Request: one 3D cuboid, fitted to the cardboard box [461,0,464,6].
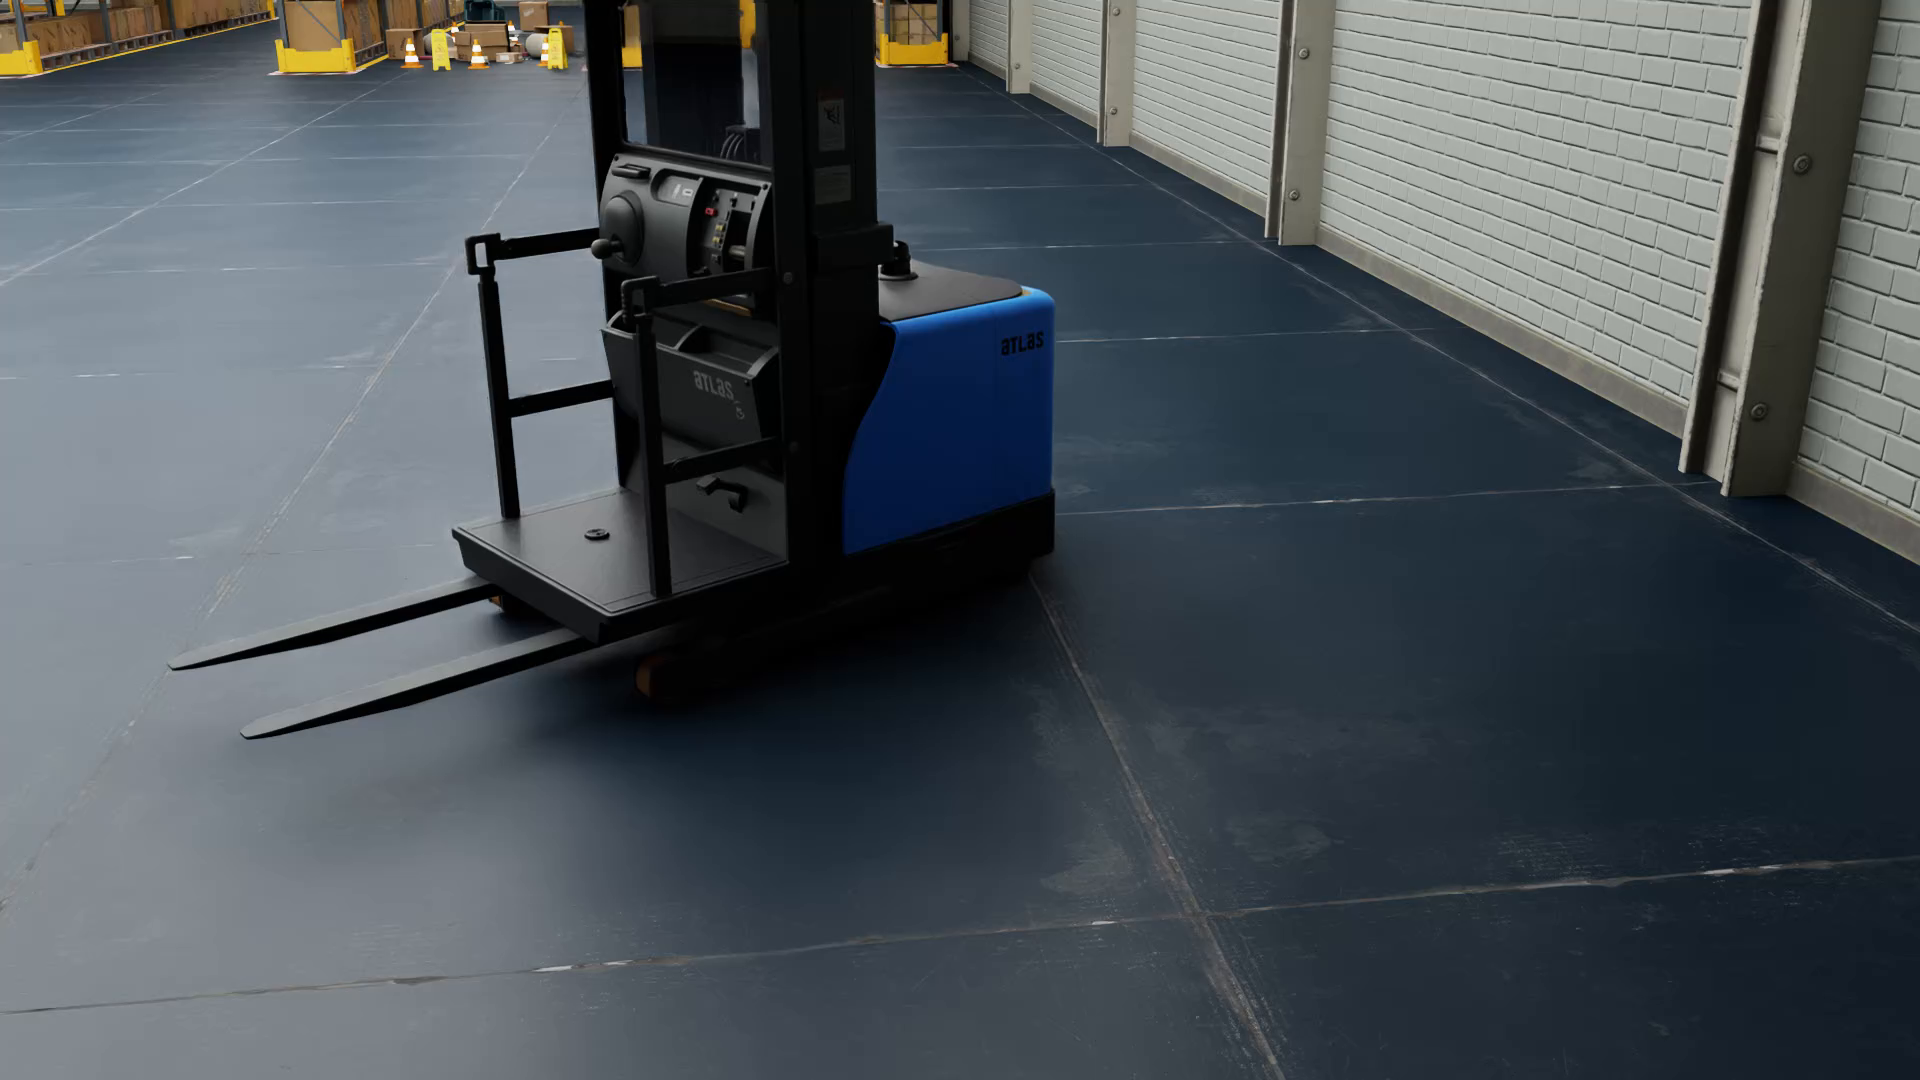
[{"bbox_3d":[-12.379,-13.168,40.734,0.380,0.149,0.250,-3,21,-7],"label":"cardboard box"}]

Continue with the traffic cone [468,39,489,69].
[{"bbox_3d":[-8.099,-8.161,27.904,0.336,0.463,0.334,-3,21,-8],"label":"traffic cone"}]

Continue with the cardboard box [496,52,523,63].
[{"bbox_3d":[-7.899,-8.455,29.142,0.380,0.149,0.250,8,22,20],"label":"cardboard box"}]

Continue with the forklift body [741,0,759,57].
[{"bbox_3d":[-2.878,-9.858,30.035,2.313,2.155,1.214,-3,21,-8],"label":"forklift body"}]

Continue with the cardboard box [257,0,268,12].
[{"bbox_3d":[-17.652,-13.463,40.911,0.875,0.875,0.875,-3,21,-8],"label":"cardboard box"}]

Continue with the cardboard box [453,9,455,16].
[{"bbox_3d":[-12.097,-12.405,39.116,0.380,0.149,0.250,-2,21,-6],"label":"cardboard box"}]

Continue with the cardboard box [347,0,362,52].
[{"bbox_3d":[-10.887,-8.892,28.672,0.875,0.875,0.875,-3,21,-9],"label":"cardboard box"}]

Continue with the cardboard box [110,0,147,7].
[{"bbox_3d":[-16.458,-10.682,32.901,0.500,0.250,0.500,-1,20,-2],"label":"cardboard box"}]

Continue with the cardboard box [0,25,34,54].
[{"bbox_3d":[-15.591,-8.182,27.308,0.500,0.500,0.500,1,20,2],"label":"cardboard box"}]

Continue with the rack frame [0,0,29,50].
[{"bbox_3d":[-15.517,-8.939,26.363,1.000,3.000,0.127,-3,21,-8],"label":"rack frame"}]

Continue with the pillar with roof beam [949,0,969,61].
[{"bbox_3d":[-4.268,-12.570,27.511,9.100,9.000,0.400,-3,21,-8],"label":"pillar with roof beam"}]

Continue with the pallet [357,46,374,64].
[{"bbox_3d":[-10.960,-8.542,29.286,1.003,0.211,1.213,-3,21,-8],"label":"pallet"}]

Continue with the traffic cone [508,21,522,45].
[{"bbox_3d":[-8.883,-10.044,32.947,0.336,0.463,0.334,-3,21,-8],"label":"traffic cone"}]

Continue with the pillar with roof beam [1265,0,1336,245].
[{"bbox_3d":[-1.674,-6.338,10.825,9.100,9.000,0.400,-3,21,-8],"label":"pillar with roof beam"}]

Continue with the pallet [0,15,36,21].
[{"bbox_3d":[-22.472,-12.214,39.116,1.003,0.211,1.213,-3,21,-8],"label":"pallet"}]

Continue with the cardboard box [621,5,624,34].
[{"bbox_3d":[-6.085,-8.963,28.685,0.500,0.500,0.500,-3,21,-7],"label":"cardboard box"}]

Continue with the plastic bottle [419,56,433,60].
[{"bbox_3d":[-9.504,-8.611,29.684,0.283,0.061,0.133,-11,23,-26],"label":"plastic bottle"}]

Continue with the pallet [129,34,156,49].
[{"bbox_3d":[-16.387,-9.711,32.414,1.003,0.211,1.213,-3,21,-8],"label":"pallet"}]

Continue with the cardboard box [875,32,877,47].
[{"bbox_3d":[-1.242,-8.919,29.638,0.500,0.250,0.500,-3,21,-8],"label":"cardboard box"}]

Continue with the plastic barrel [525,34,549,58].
[{"bbox_3d":[-7.507,-8.871,29.862,0.512,0.421,0.421,12,24,30],"label":"plastic barrel"}]

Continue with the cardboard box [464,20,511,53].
[{"bbox_3d":[-8.612,-9.137,30.266,0.797,0.637,0.503,-3,21,-8],"label":"cardboard box"}]

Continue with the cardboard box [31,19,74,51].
[{"bbox_3d":[-15.819,-8.800,28.964,0.500,0.500,0.500,-5,21,-13],"label":"cardboard box"}]

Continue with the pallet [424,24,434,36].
[{"bbox_3d":[-11.859,-10.889,35.568,1.003,0.211,1.213,-3,21,-8],"label":"pallet"}]

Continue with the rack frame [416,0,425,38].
[{"bbox_3d":[-11.748,-11.924,34.355,1.000,3.000,0.127,-3,21,-8],"label":"rack frame"}]

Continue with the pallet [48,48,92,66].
[{"bbox_3d":[-15.783,-8.364,28.808,1.003,0.211,1.213,-3,21,-8],"label":"pallet"}]

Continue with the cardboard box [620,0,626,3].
[{"bbox_3d":[-6.308,-9.502,30.127,0.500,0.500,0.500,-2,21,-5],"label":"cardboard box"}]

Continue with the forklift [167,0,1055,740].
[{"bbox_3d":[-1.071,-1.055,5.351,3.031,2.935,1.130,-17,27,-39],"label":"forklift"}]

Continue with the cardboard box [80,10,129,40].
[{"bbox_3d":[-16.211,-9.739,31.448,0.700,0.500,0.500,-3,21,-8],"label":"cardboard box"}]

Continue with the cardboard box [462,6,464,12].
[{"bbox_3d":[-12.381,-13.034,40.800,0.380,0.149,0.250,-4,21,-10],"label":"cardboard box"}]

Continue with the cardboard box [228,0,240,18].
[{"bbox_3d":[-17.263,-12.528,38.408,0.875,0.875,0.875,-3,21,-8],"label":"cardboard box"}]

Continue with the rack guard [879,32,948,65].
[{"bbox_3d":[-0.796,-8.511,28.790,1.175,0.500,0.348,-3,21,-8],"label":"rack guard"}]

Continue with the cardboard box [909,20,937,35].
[{"bbox_3d":[-0.662,-9.007,29.159,0.500,0.250,0.500,-3,21,-7],"label":"cardboard box"}]

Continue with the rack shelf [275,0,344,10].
[{"bbox_3d":[-10.883,-9.510,28.919,1.077,0.370,4.000,-3,21,-8],"label":"rack shelf"}]

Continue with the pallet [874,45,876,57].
[{"bbox_3d":[-1.124,-9.069,30.695,1.003,0.211,1.213,-3,21,-8],"label":"pallet"}]

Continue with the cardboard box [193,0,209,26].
[{"bbox_3d":[-16.870,-11.459,35.547,1.225,0.875,0.875,-3,21,-8],"label":"cardboard box"}]

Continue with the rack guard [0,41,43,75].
[{"bbox_3d":[-15.528,-7.794,26.871,1.175,0.500,0.348,-3,21,-8],"label":"rack guard"}]

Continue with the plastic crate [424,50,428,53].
[{"bbox_3d":[-9.850,-9.255,31.145,0.450,0.188,0.662,-2,18,24],"label":"plastic crate"}]

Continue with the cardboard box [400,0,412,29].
[{"bbox_3d":[-11.620,-10.549,33.289,1.050,0.750,0.750,-3,21,-7],"label":"cardboard box"}]

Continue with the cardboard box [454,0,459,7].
[{"bbox_3d":[-12.282,-12.898,40.010,0.380,0.149,0.250,-3,21,-8],"label":"cardboard box"}]

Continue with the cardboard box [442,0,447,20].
[{"bbox_3d":[-11.969,-12.091,37.775,0.500,0.500,0.500,-3,21,-9],"label":"cardboard box"}]

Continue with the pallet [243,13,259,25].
[{"bbox_3d":[-17.459,-12.478,39.824,1.003,0.211,1.213,-3,21,-8],"label":"pallet"}]

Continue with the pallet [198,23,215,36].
[{"bbox_3d":[-16.882,-11.101,36.136,1.003,0.211,1.213,-3,21,-8],"label":"pallet"}]

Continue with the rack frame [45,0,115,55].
[{"bbox_3d":[-16.094,-10.324,30.071,1.000,3.000,0.127,-3,21,-8],"label":"rack frame"}]

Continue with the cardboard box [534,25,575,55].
[{"bbox_3d":[-7.480,-9.214,30.669,0.500,0.500,0.500,12,24,29],"label":"cardboard box"}]

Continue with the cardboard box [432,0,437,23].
[{"bbox_3d":[-11.752,-11.559,36.350,0.500,0.500,0.500,-3,21,-9],"label":"cardboard box"}]

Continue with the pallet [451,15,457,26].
[{"bbox_3d":[-12.456,-12.234,39.169,1.003,0.211,1.213,-3,21,-8],"label":"pallet"}]

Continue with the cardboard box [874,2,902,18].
[{"bbox_3d":[-1.254,-9.388,29.465,0.500,0.250,0.500,-3,21,-7],"label":"cardboard box"}]

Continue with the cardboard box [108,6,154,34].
[{"bbox_3d":[-16.462,-10.322,33.009,0.700,0.500,0.500,-5,21,-12],"label":"cardboard box"}]
